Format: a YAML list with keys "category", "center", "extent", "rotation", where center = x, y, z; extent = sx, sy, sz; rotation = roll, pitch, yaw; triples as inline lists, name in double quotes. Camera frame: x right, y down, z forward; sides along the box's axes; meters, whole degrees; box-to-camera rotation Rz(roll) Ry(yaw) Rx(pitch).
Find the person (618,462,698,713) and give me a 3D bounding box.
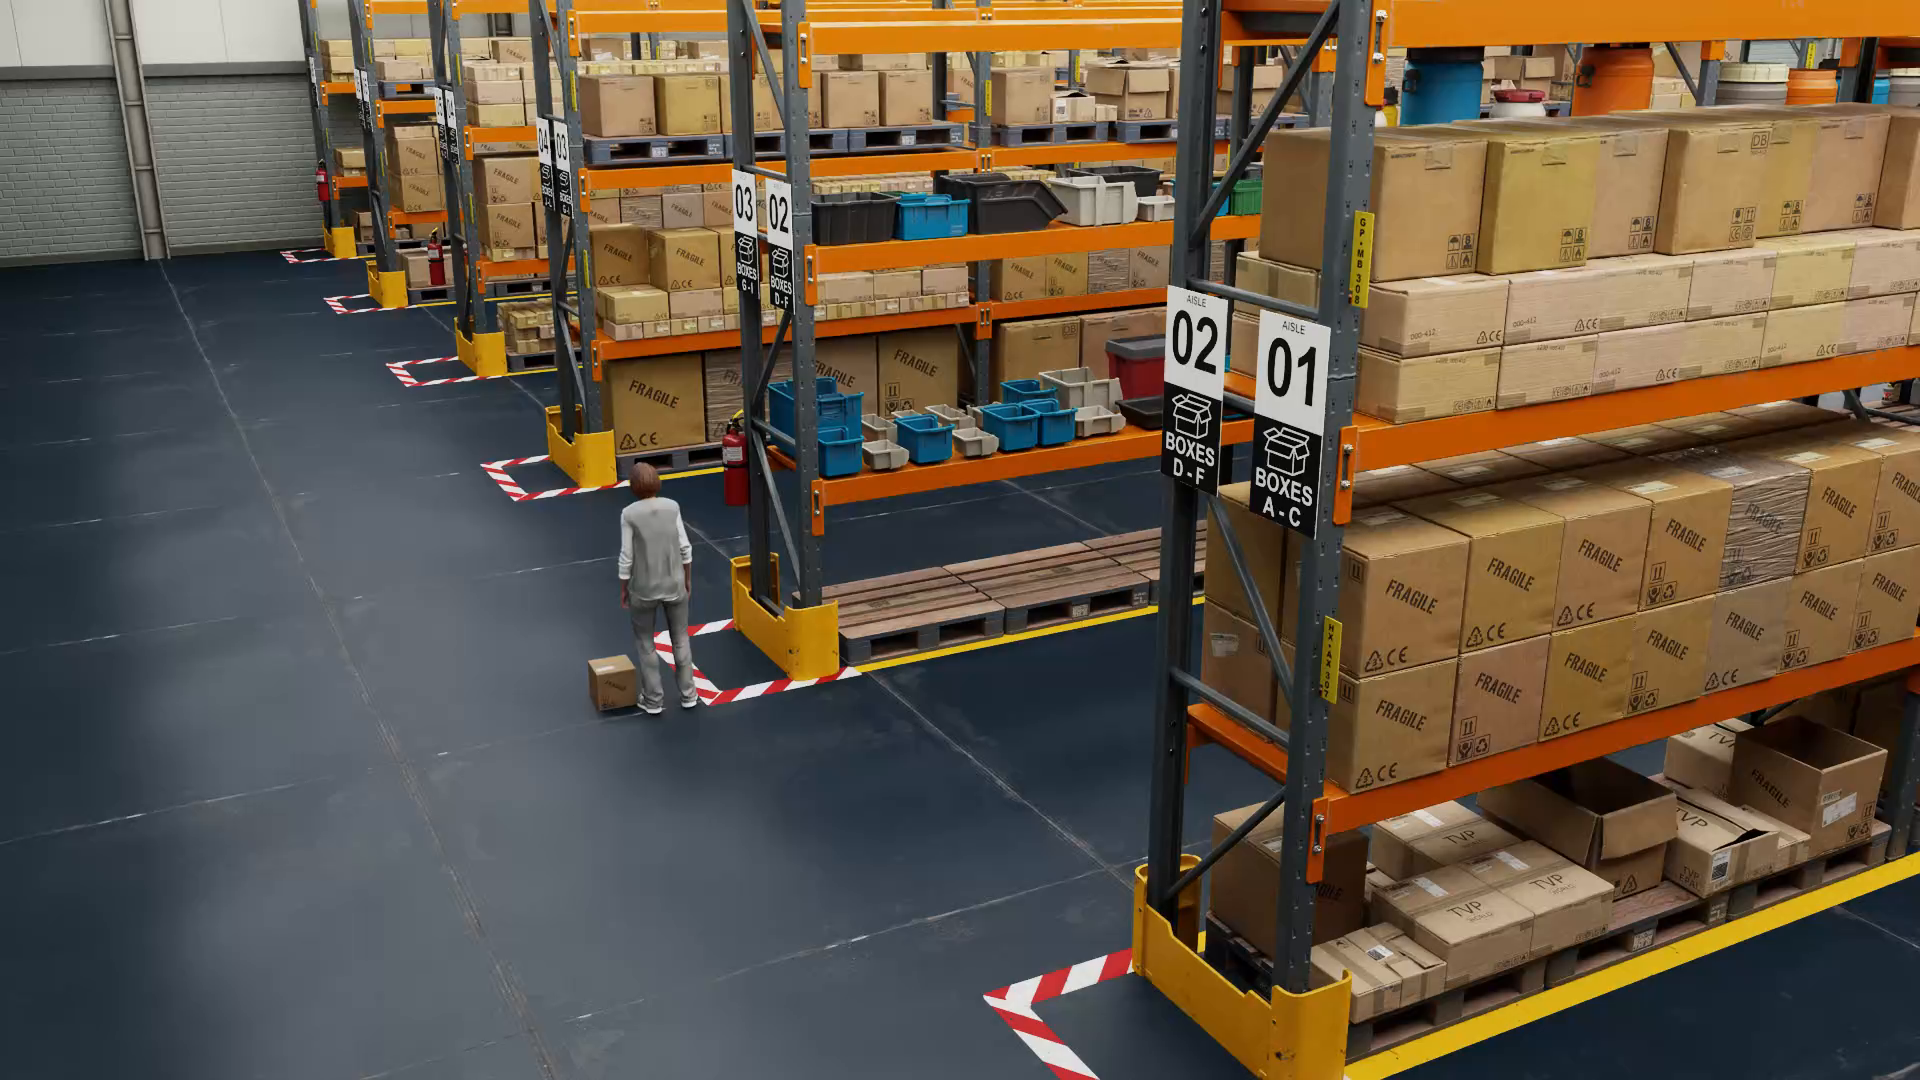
- category: "person"
  center: [-1.872, 0.303, 10.274]
  extent: [0.479, 1.591, 0.328]
  rotation: [-9, 20, -24]
